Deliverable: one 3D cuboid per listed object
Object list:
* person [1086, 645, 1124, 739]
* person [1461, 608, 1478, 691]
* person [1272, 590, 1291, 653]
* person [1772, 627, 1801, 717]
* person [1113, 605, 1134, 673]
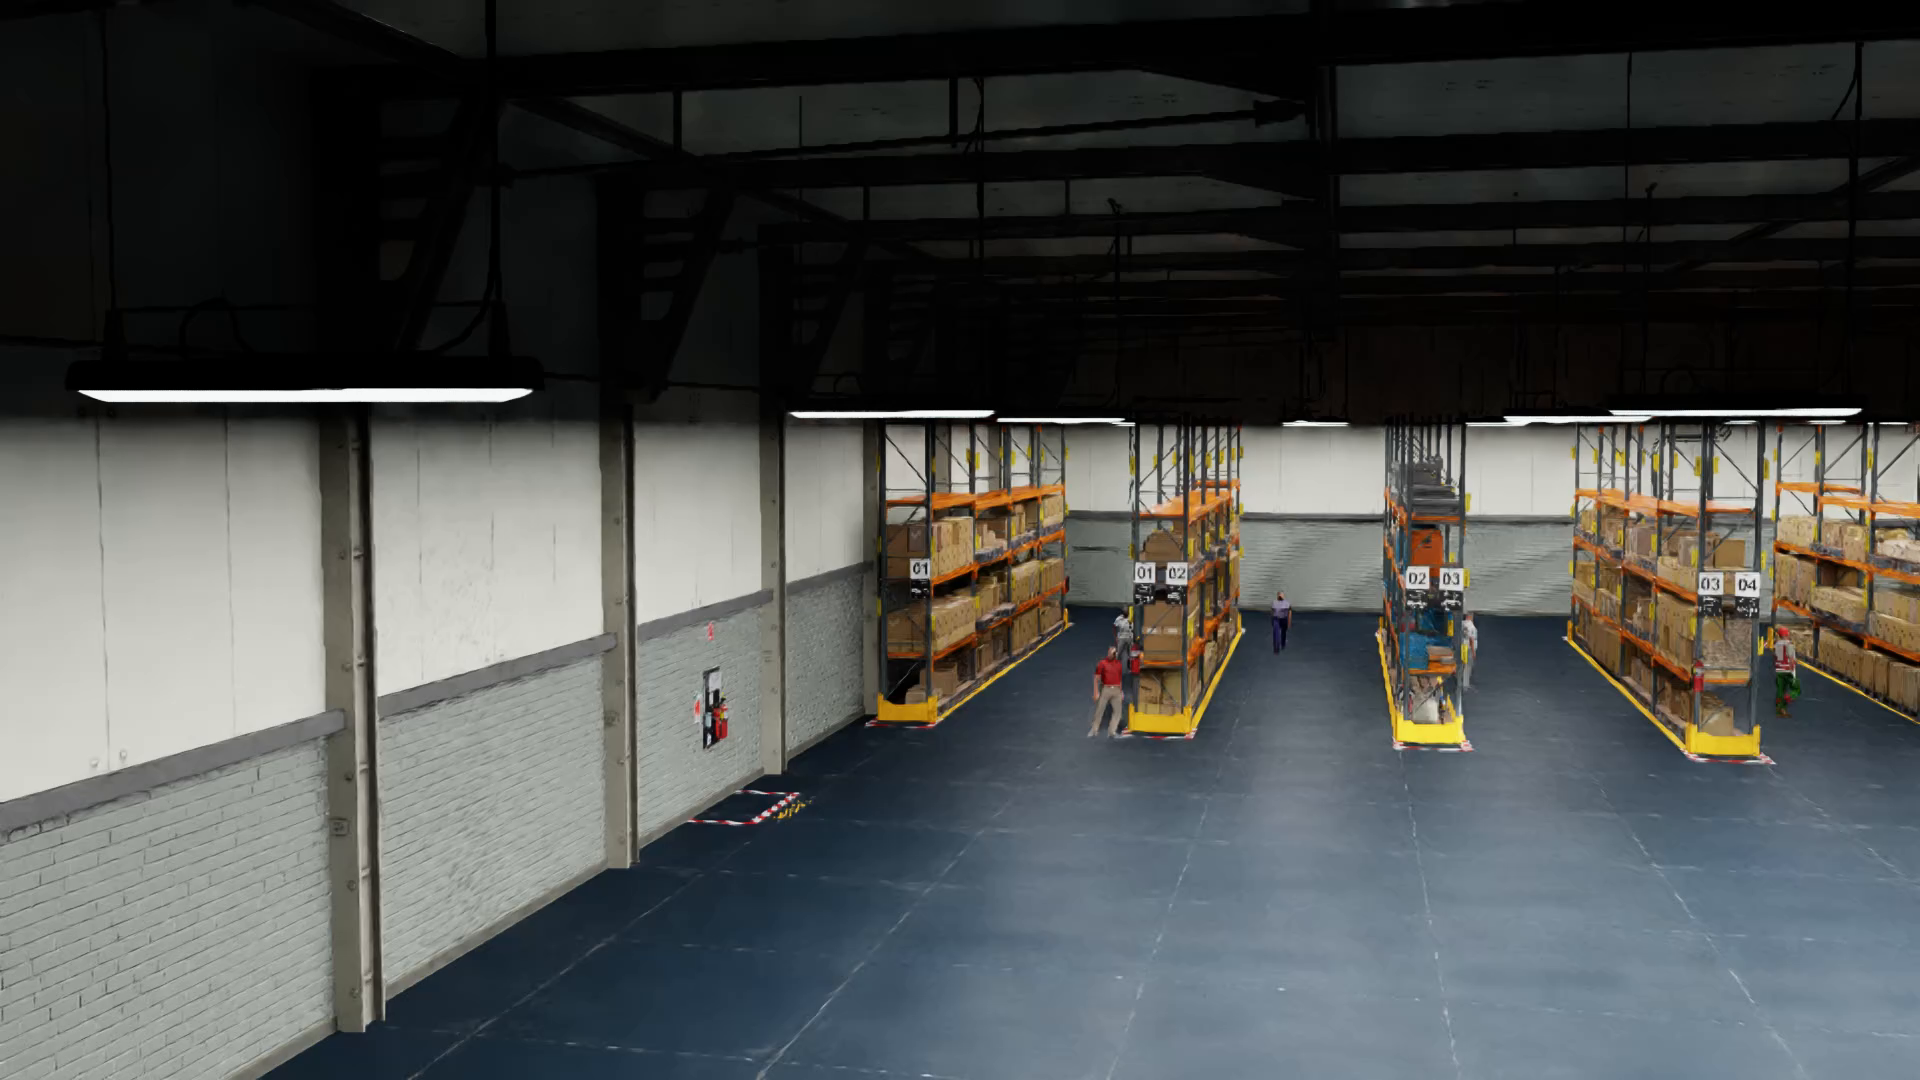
[{"bbox_3d":[2.680,2.799,30.708,0.683,1.713,0.517,-2,4,-24],"label":"person"},{"bbox_3d":[11.078,2.372,36.250,0.430,1.766,0.647,0,4,-6],"label":"person"},{"bbox_3d":[8.182,2.060,42.347,0.491,1.590,0.991,1,4,12],"label":"person"},{"bbox_3d":[16.272,2.607,32.834,0.443,1.786,0.598,-1,4,-14],"label":"person"},{"bbox_3d":[3.858,2.299,38.700,0.592,1.630,0.531,1,4,12],"label":"person"}]
